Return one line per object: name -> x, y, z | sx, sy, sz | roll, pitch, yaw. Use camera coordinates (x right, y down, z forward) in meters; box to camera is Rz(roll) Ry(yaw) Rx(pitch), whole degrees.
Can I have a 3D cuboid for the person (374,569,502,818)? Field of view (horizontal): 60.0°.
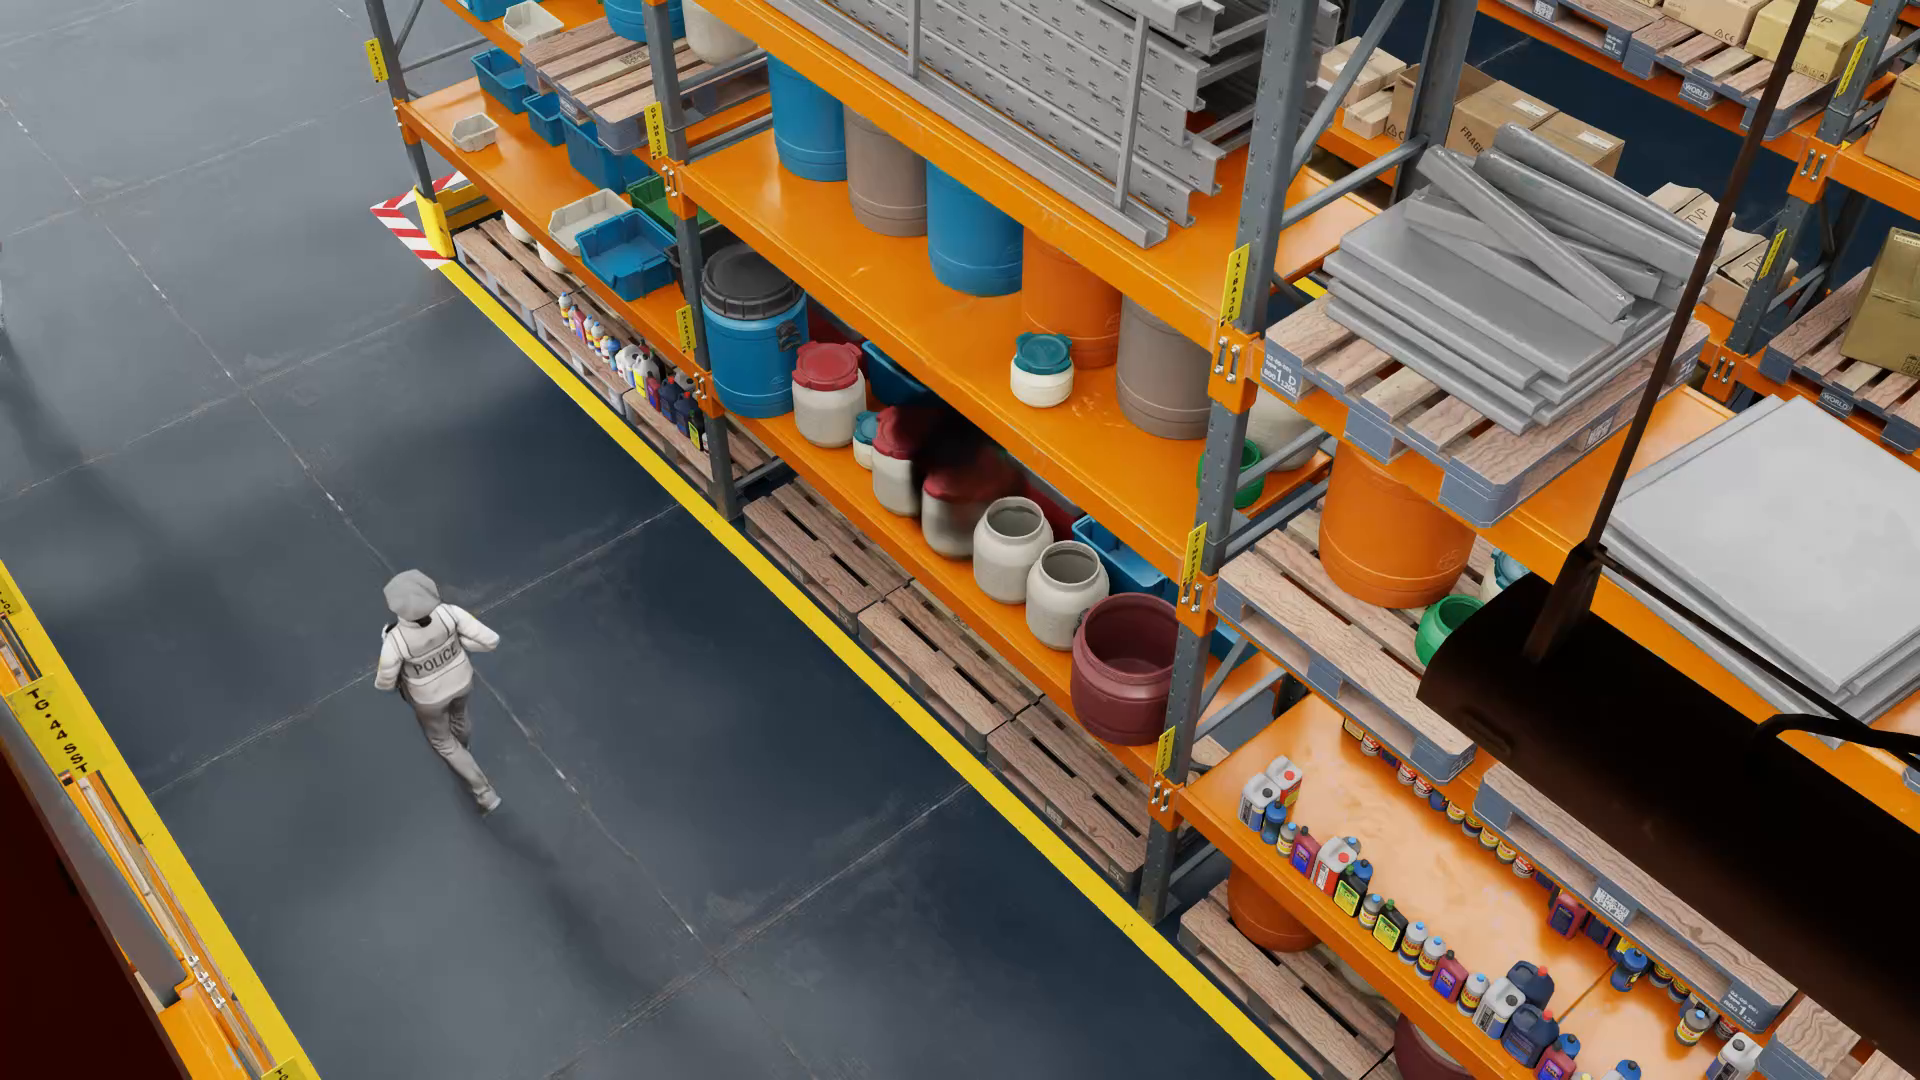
person -> -2.731, 0.749, 8.711 | 0.624, 1.696, 0.789 | -36, 56, -29
